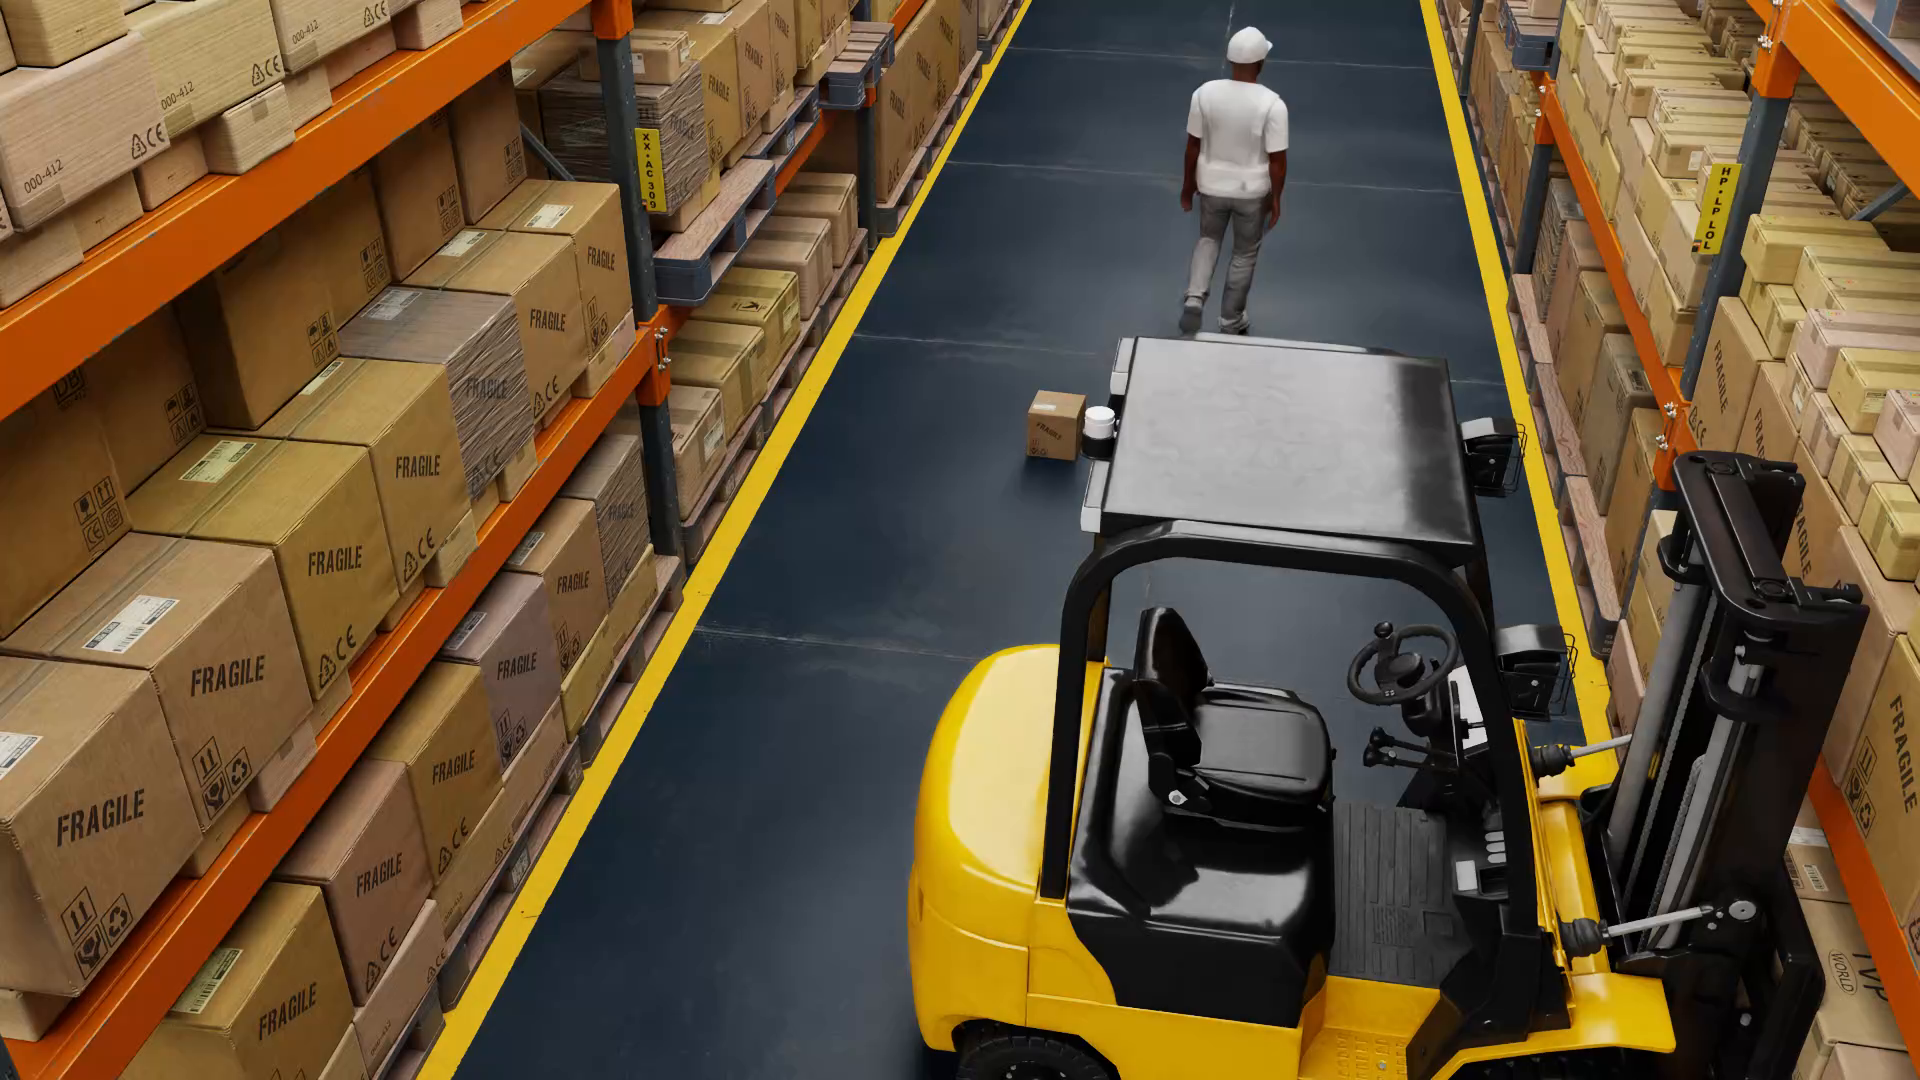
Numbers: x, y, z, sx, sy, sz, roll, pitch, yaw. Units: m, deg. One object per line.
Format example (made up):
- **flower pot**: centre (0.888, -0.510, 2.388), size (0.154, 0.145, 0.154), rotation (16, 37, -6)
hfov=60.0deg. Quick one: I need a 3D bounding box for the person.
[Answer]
- **person**: centre (1.496, -2.212, 8.943), size (0.587, 1.083, 0.337), rotation (15, 35, 22)
